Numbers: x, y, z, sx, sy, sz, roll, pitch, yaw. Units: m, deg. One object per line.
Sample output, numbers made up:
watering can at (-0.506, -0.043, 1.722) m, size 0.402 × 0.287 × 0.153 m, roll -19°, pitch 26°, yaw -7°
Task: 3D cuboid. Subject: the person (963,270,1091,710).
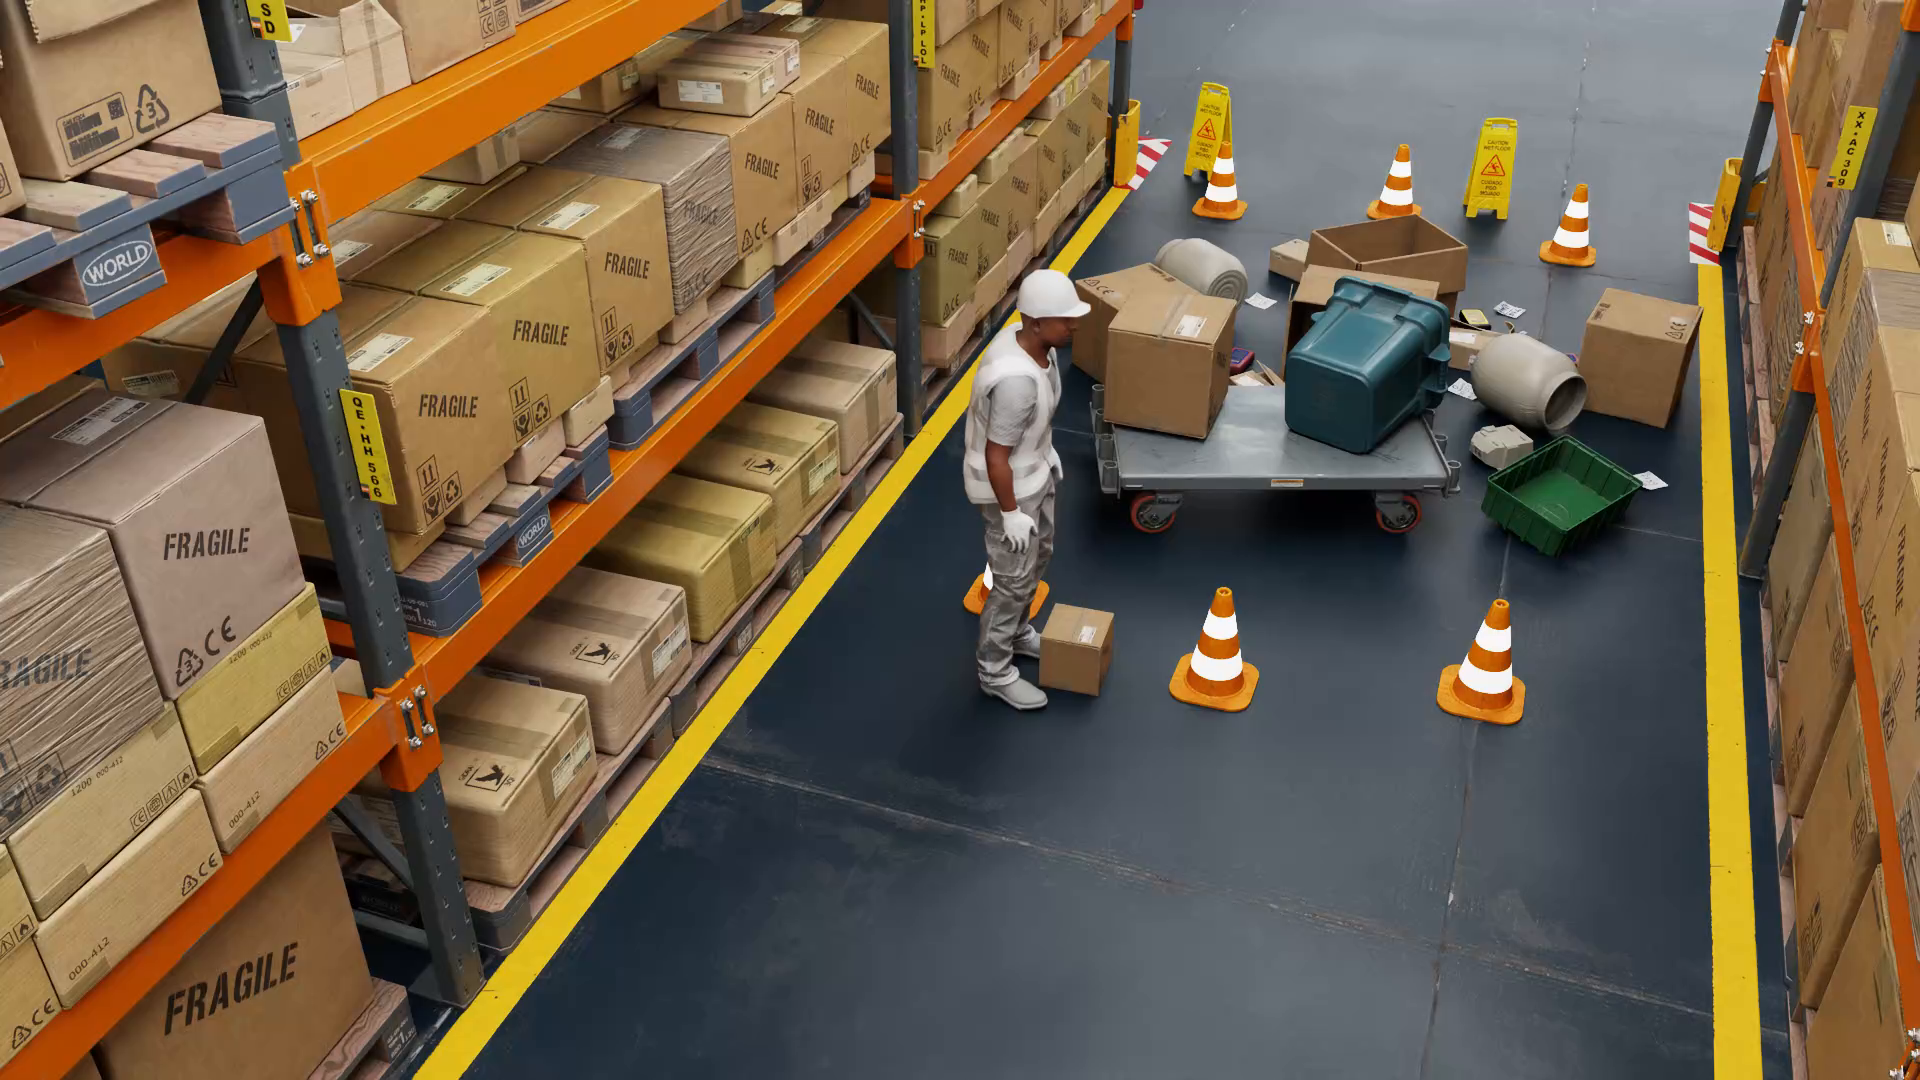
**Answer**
person at (0.251, -0.217, 6.463) m, size 0.447 × 1.775 × 0.633 m, roll 9°, pitch 34°, yaw 14°
